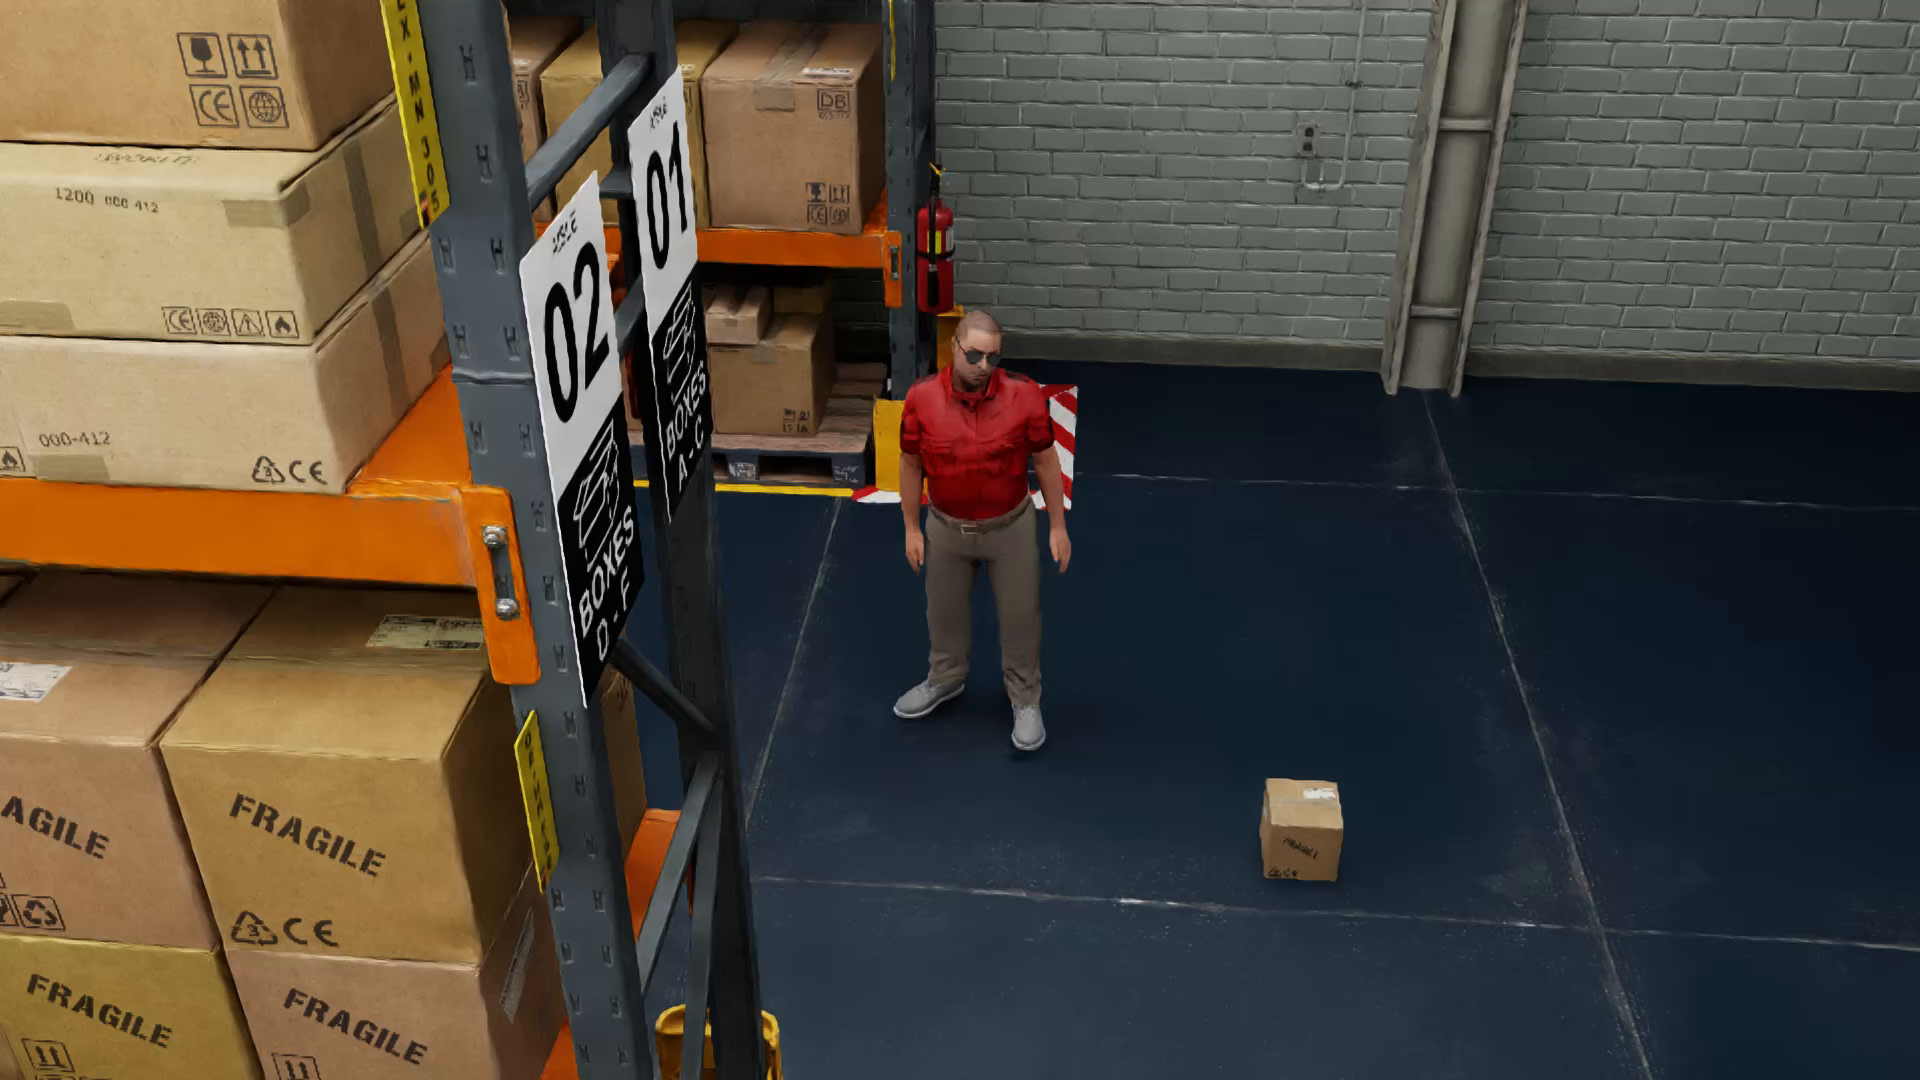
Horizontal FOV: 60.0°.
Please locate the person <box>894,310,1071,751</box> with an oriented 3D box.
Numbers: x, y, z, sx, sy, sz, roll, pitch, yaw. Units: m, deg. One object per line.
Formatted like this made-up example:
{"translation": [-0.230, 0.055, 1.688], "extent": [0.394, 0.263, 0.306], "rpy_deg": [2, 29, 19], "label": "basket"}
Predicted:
{"translation": [0.073, -0.025, 6.142], "extent": [0.678, 1.734, 0.429], "rpy_deg": [4, 32, 7], "label": "person"}
